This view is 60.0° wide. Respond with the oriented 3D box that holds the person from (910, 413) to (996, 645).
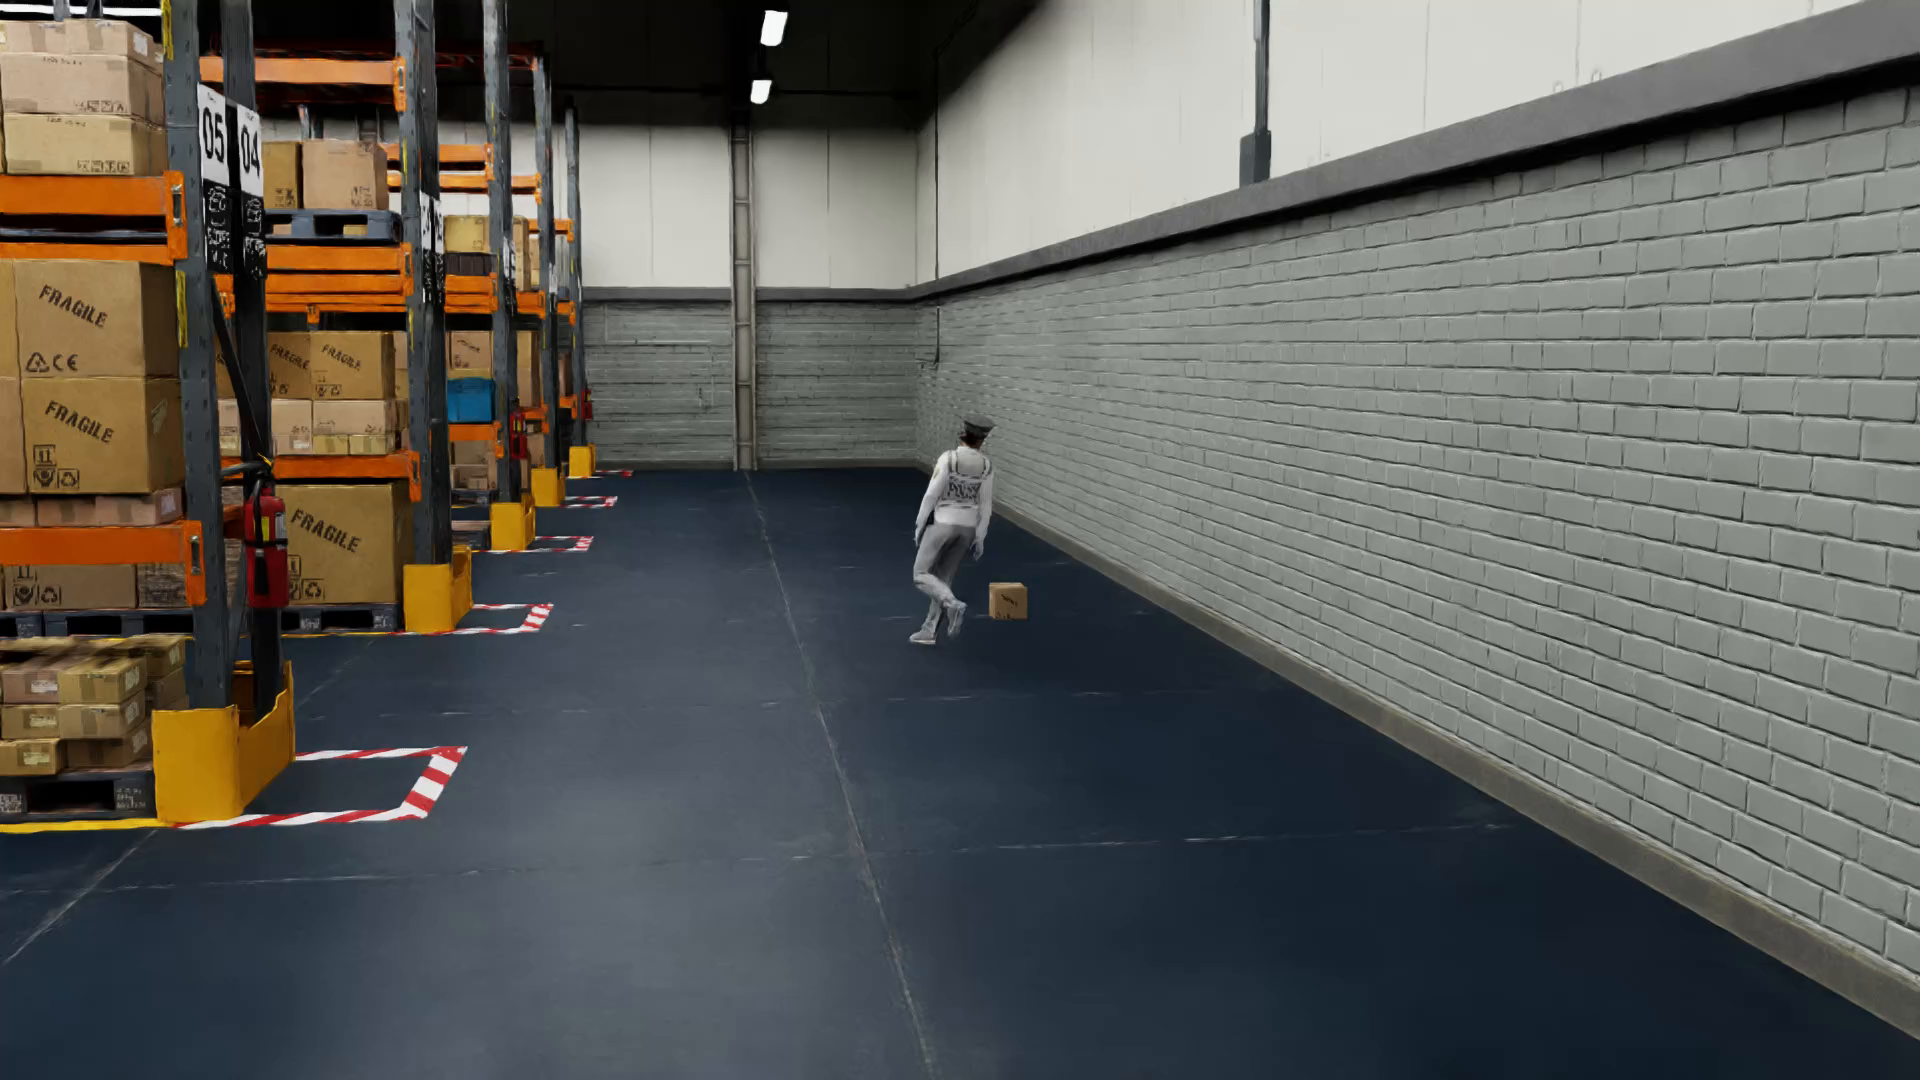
[{"bbox_3d":[-0.046,-0.067,11.543,0.535,1.625,0.701,-4,7,-28],"label":"person"}]
